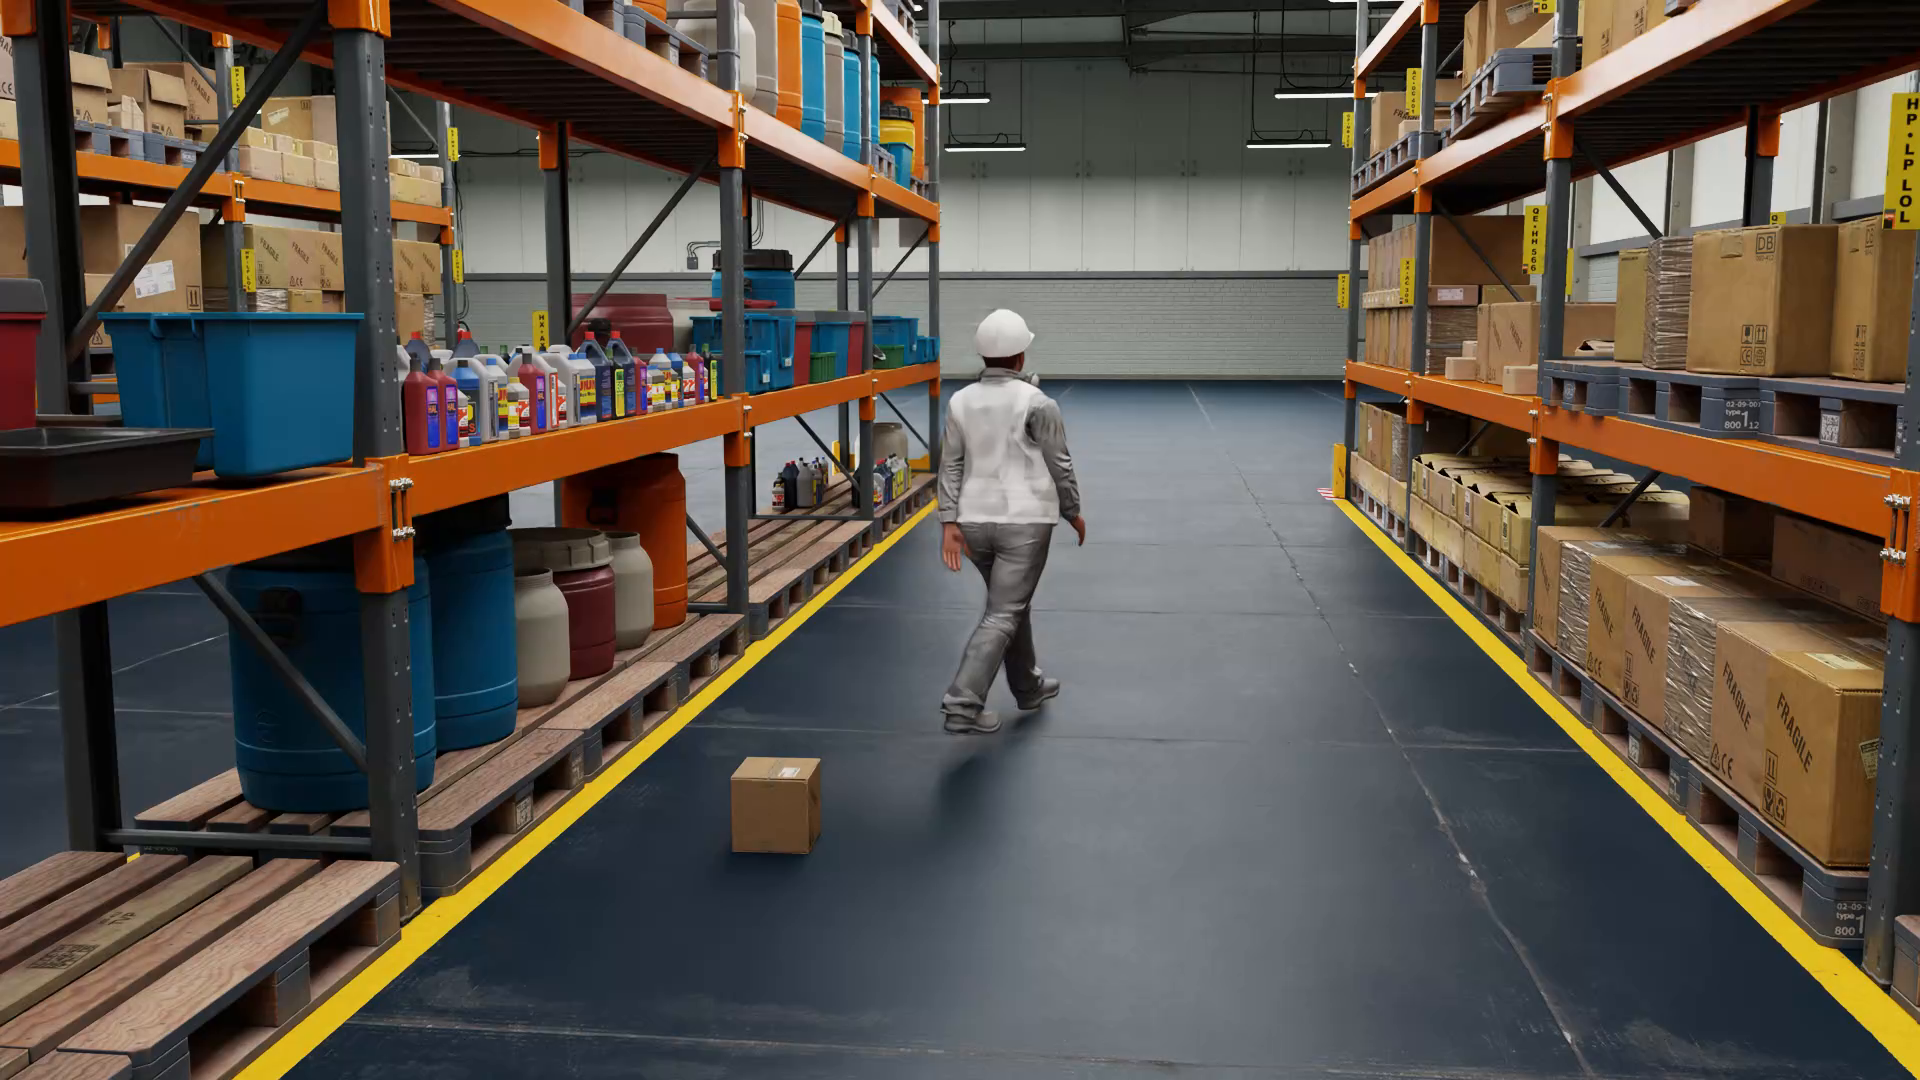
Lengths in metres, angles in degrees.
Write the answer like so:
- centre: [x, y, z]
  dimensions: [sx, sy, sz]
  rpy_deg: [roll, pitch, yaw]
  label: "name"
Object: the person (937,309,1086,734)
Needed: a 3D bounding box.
- centre: [0.223, -0.082, 6.862]
  dimensions: [0.532, 1.724, 1.045]
  rpy_deg: [5, 9, 36]
  label: "person"
